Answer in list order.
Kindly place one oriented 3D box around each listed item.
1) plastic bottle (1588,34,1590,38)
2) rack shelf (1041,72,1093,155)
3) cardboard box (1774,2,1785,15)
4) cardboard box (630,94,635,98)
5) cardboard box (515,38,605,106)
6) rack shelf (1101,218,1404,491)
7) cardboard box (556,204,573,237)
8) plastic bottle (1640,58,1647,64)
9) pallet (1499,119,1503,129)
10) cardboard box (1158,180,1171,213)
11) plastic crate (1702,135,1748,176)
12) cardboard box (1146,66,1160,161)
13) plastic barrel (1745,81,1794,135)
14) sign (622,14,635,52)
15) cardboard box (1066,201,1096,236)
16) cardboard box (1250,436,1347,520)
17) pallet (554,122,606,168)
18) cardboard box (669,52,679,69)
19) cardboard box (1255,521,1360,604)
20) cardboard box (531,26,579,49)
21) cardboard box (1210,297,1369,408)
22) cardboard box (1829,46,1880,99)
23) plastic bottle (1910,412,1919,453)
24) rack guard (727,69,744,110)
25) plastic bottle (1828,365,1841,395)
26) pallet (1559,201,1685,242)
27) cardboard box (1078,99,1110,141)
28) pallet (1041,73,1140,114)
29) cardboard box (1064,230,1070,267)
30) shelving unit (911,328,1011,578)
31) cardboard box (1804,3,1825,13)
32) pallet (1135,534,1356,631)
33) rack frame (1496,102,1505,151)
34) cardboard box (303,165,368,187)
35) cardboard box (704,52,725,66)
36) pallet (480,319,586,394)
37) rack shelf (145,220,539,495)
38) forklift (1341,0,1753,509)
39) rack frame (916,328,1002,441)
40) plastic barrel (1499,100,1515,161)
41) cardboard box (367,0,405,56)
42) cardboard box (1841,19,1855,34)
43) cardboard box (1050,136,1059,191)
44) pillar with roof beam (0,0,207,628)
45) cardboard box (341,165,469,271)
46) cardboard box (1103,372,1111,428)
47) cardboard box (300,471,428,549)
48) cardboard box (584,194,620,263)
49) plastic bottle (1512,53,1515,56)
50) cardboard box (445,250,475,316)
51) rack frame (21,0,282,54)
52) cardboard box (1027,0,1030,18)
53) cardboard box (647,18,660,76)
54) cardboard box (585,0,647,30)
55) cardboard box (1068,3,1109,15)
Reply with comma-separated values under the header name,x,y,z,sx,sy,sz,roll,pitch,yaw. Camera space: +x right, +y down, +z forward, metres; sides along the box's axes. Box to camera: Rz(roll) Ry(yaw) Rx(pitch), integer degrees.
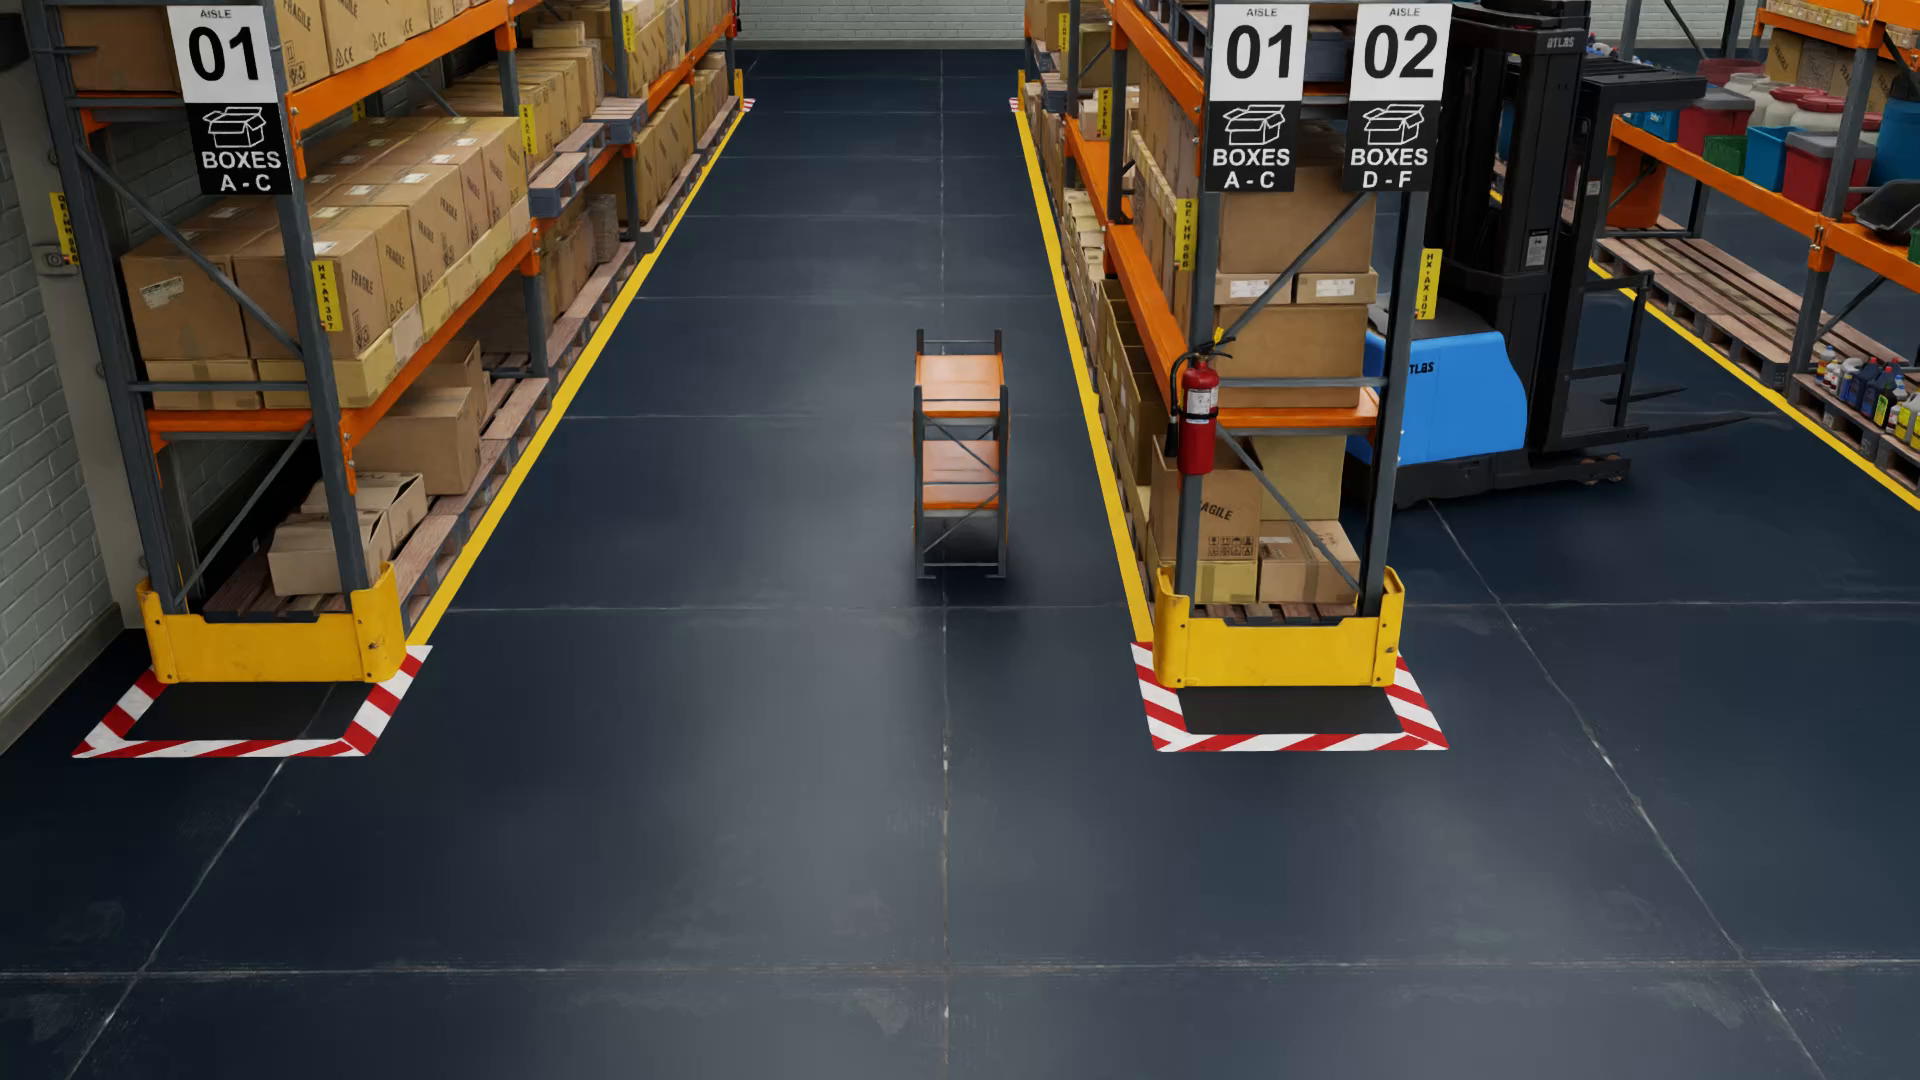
name,x,y,z,sx,sy,sz,roll,pitch,yaw
plastic bottle,6.717,-5.291,17.869,0.144,0.351,0.185,0,24,-1
rack shelf,1.448,-4.519,16.974,1.077,0.370,4.000,0,24,-1
cardboard box,10.967,-6.994,21.878,0.380,0.149,0.250,-1,24,-1
cardboard box,-3.249,-4.134,15.530,0.380,0.149,0.250,0,24,0
cardboard box,-3.468,-4.051,14.411,0.700,0.500,0.500,-3,25,-7
rack shelf,1.536,-1.222,9.685,1.077,0.370,4.000,0,24,-1
cardboard box,-3.469,-2.658,13.576,0.500,0.250,0.500,0,24,-1
plastic bottle,6.775,-4.646,16.524,0.061,0.283,0.133,0,24,-1
pallet,6.317,-5.227,21.052,1.003,0.211,1.213,0,24,-1
cardboard box,1.344,-1.965,9.547,0.380,0.149,0.250,0,24,-1
plastic crate,6.166,-3.014,13.032,0.450,0.188,0.662,0,24,-1
cardboard box,1.532,-2.620,10.206,0.700,0.500,0.500,0,24,-1
plastic barrel,6.653,-3.497,13.707,0.421,0.512,0.421,0,24,0
sign,-2.941,-4.496,14.742,0.100,0.325,0.005,0,24,-1
cardboard box,1.196,-2.783,14.409,0.500,0.311,0.500,-1,24,-2
cardboard box,1.767,-0.434,8.986,0.500,0.500,0.500,0,24,-1
pallet,-3.421,-3.095,13.187,1.003,0.211,1.213,0,24,-1
cardboard box,-3.194,-5.084,17.631,0.380,0.149,0.250,0,24,-1
cardboard box,1.774,0.114,8.685,0.500,0.250,0.500,0,24,-1
cardboard box,-3.431,-4.265,14.099,0.380,0.149,0.250,-4,25,-9
cardboard box,1.565,-0.964,8.119,0.700,0.500,0.500,0,24,-1
cardboard box,11.395,-5.580,20.516,0.875,0.875,0.875,0,24,-1
plastic bottle,6.070,-0.724,10.392,0.144,0.351,0.185,1,24,2
rack guard,-3.571,-6.166,22.776,1.175,0.500,0.348,0,24,-1
plastic bottle,6.034,-1.103,11.411,0.097,0.201,0.097,0,24,0
pallet,6.373,-3.097,16.342,1.003,0.211,1.213,0,24,-1
cardboard box,1.286,-3.612,14.205,0.500,0.311,0.500,-1,24,-1
pallet,1.393,-4.214,15.660,1.213,0.211,1.003,0,24,-1
cardboard box,1.189,-2.536,14.545,0.500,0.250,0.500,-1,24,-2
shelving unit,0.000,-0.515,9.524,0.538,1.125,1.048,0,24,-1
cardboard box,11.038,-6.809,20.985,0.500,0.250,0.500,-1,24,-2
pallet,1.507,0.230,8.985,1.003,0.211,1.213,0,24,-1
rack frame,6.380,-5.691,18.693,1.000,3.000,0.127,0,24,-1
cardboard box,-3.625,-1.806,9.350,0.500,0.500,0.500,0,24,0
cardboard box,-3.279,-6.303,21.782,0.380,0.149,0.250,-1,24,-1
pallet,-3.449,-1.400,12.590,1.003,0.211,1.213,0,24,-1
rack shelf,-3.418,-1.198,9.632,1.077,0.370,4.000,0,24,-1
forklift,3.727,-1.878,10.345,3.031,2.935,1.130,-8,26,-18
rack frame,-0.006,-0.725,9.988,0.500,1.125,0.032,0,24,-1
plastic barrel,6.369,-4.702,18.543,0.600,0.901,0.708,0,24,-1
cardboard box,-3.129,-2.698,8.289,0.500,0.500,0.500,1,24,2
cardboard box,10.987,-6.253,20.240,0.380,0.149,0.250,-1,24,-1
cardboard box,1.208,-3.897,17.227,0.500,0.500,0.500,-1,24,-3
pillar with roof beam,0.036,-3.739,7.098,9.100,9.000,0.400,0,24,-1
cardboard box,-3.113,-1.812,9.363,0.500,0.500,0.500,0,24,1
cardboard box,1.216,-0.914,10.958,0.500,0.250,0.500,0,24,-1
cardboard box,-3.320,-0.198,9.276,0.500,0.311,0.500,2,24,4
cardboard box,-3.423,-2.763,14.720,0.700,0.500,0.500,0,24,0
plastic bottle,5.982,-5.241,17.855,0.097,0.271,0.097,0,24,0
cardboard box,-3.107,-1.477,9.534,0.500,0.250,0.500,0,24,0
rack frame,-3.396,-3.435,6.426,1.000,3.000,0.127,0,24,-1
cardboard box,1.135,-6.968,21.394,0.500,0.500,0.500,0,24,-1
cardboard box,-3.233,-4.810,16.239,0.500,0.500,0.500,0,24,-1
cardboard box,-3.237,-4.940,15.616,0.500,0.250,0.500,-1,24,-1
cardboard box,1.508,-5.180,16.931,0.700,0.500,0.500,-6,25,-14
